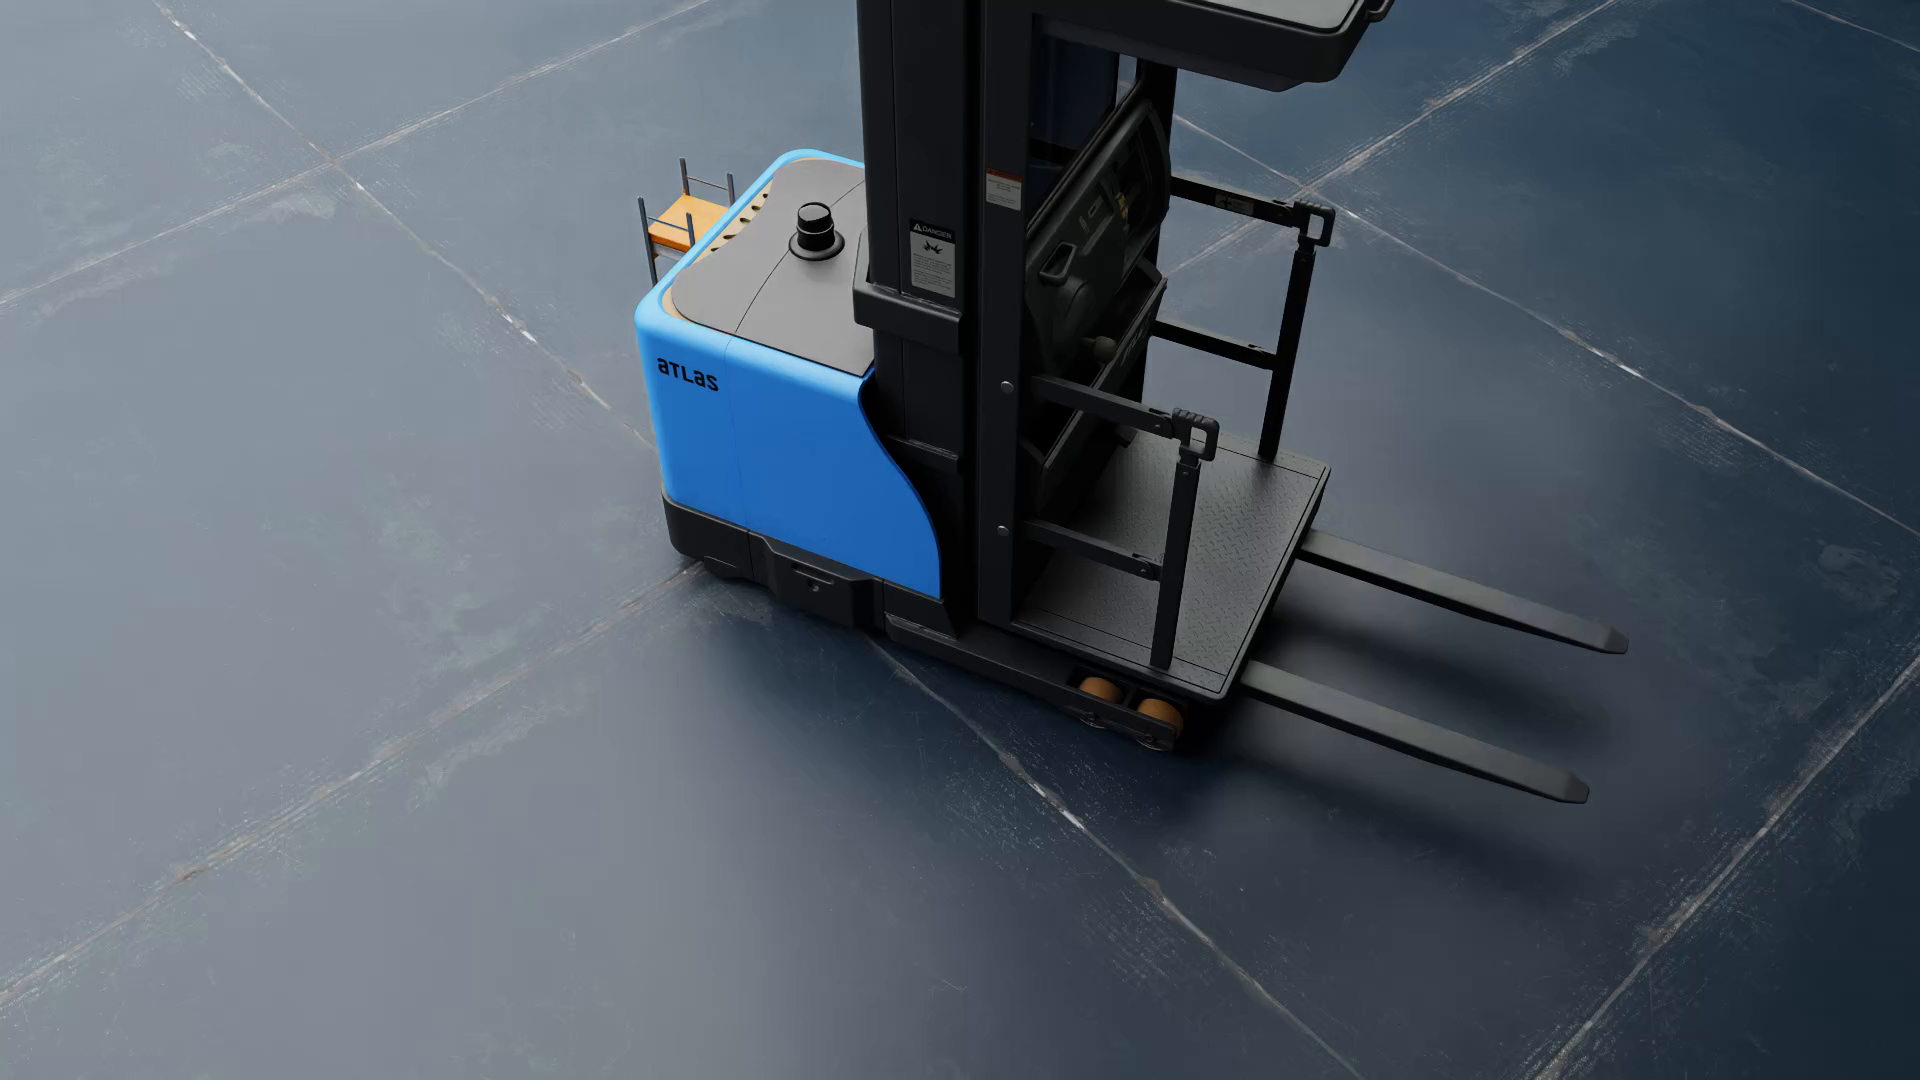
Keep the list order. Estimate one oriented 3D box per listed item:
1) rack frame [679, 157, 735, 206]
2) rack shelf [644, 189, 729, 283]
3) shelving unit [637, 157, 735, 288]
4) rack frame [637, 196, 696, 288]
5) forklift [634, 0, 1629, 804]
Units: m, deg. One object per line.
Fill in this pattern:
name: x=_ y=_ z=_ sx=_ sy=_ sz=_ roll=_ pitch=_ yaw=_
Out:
rack frame: x=-0.835 y=-0.873 z=5.841 sx=0.200 sy=1.050 sz=0.008 roll=20 pitch=50 yaw=18
rack shelf: x=-0.890 y=-0.978 z=5.566 sx=0.215 sy=0.259 sz=0.240 roll=20 pitch=50 yaw=18
shelving unit: x=-0.890 y=-0.792 z=5.767 sx=0.215 sy=1.050 sz=0.252 roll=20 pitch=50 yaw=18
rack frame: x=-0.944 y=-0.712 z=5.693 sx=0.200 sy=1.050 sz=0.008 roll=20 pitch=50 yaw=18
forklift: x=0.568 y=-0.793 z=4.487 sx=3.031 sy=2.935 sz=1.130 roll=19 pitch=50 yaw=17
